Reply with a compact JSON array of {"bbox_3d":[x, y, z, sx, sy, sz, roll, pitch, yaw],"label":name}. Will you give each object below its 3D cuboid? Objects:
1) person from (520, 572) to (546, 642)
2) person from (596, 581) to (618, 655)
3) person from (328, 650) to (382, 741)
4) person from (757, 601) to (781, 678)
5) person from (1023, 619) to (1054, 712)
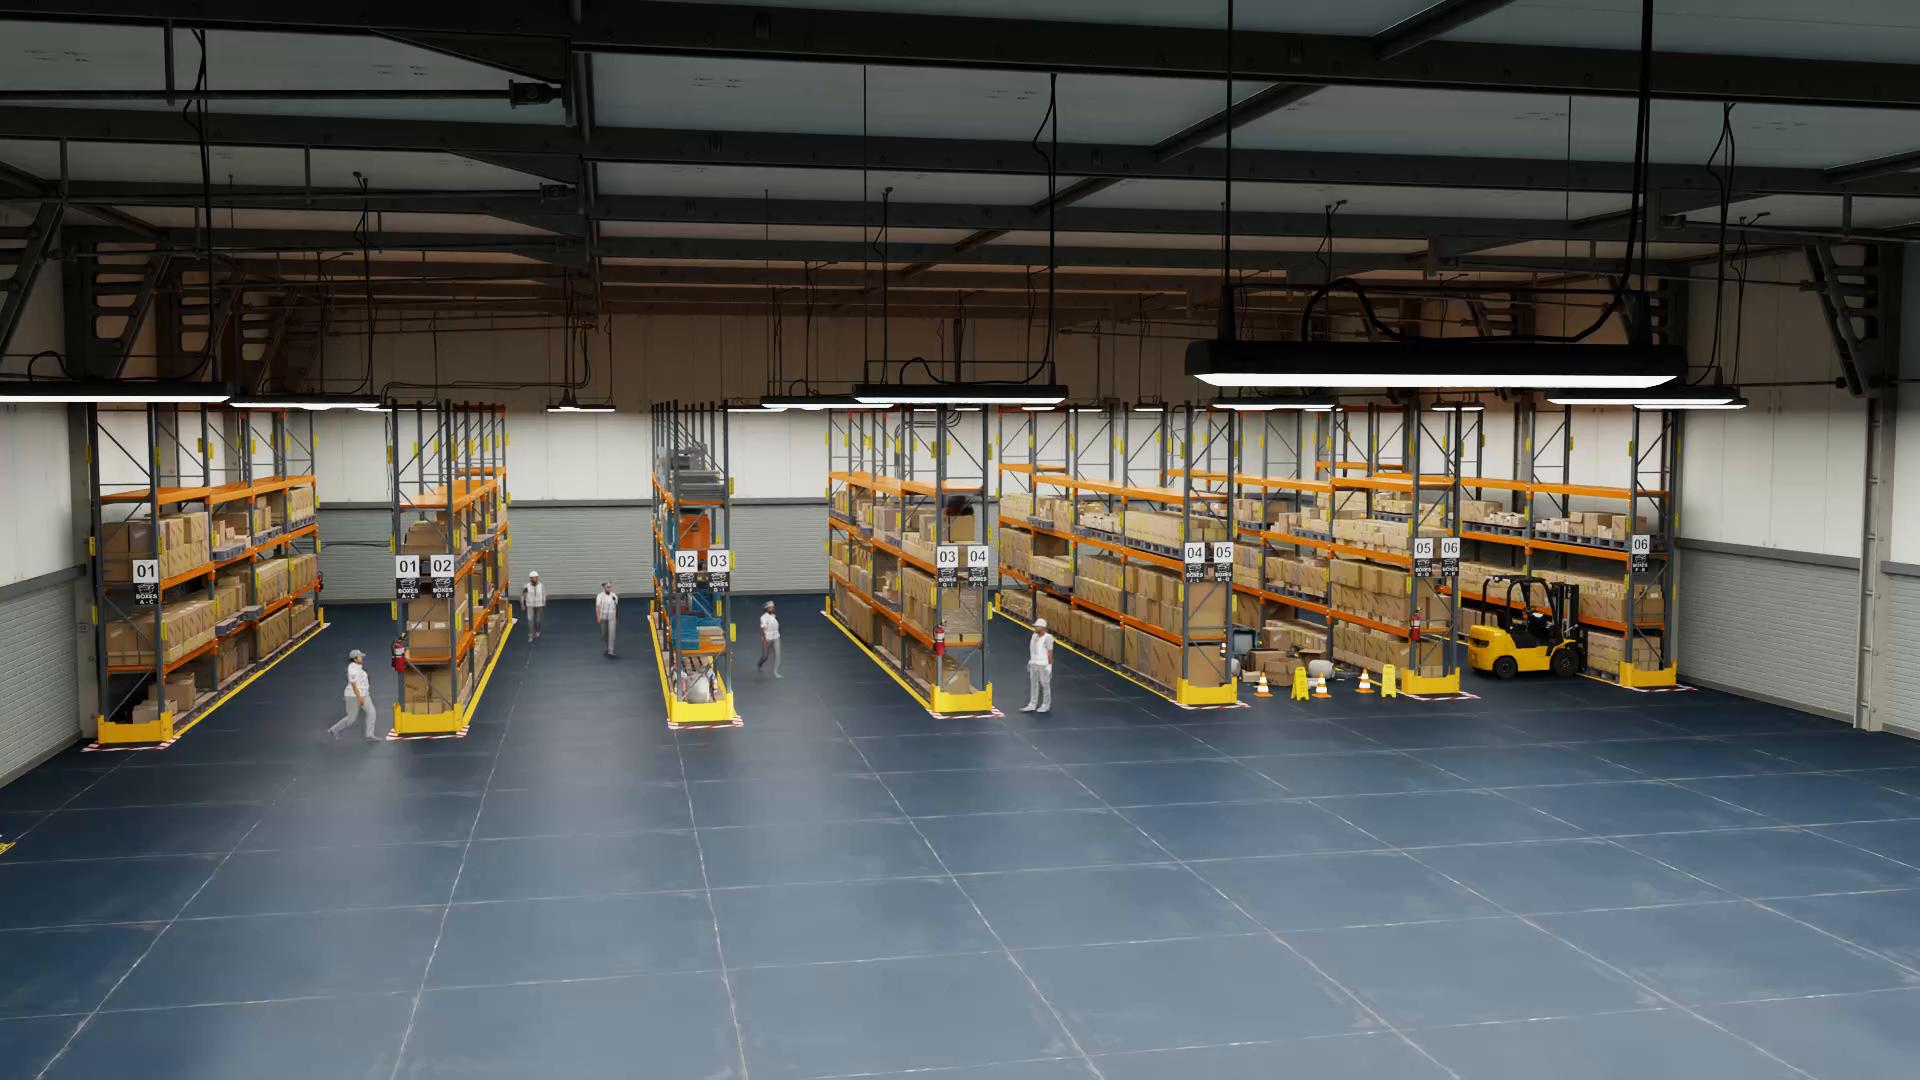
[{"bbox_3d":[-10.858,1.689,42.278,0.631,1.778,0.940,-1,4,-11],"label":"person"},{"bbox_3d":[-8.458,1.851,39.832,0.521,1.725,0.991,0,4,-6],"label":"person"},{"bbox_3d":[-10.567,2.720,29.020,0.865,1.615,0.493,1,4,8],"label":"person"},{"bbox_3d":[-4.156,2.152,36.301,0.454,1.639,0.846,-2,5,-28],"label":"person"},{"bbox_3d":[1.509,2.409,31.996,0.473,1.797,0.573,-4,6,-43],"label":"person"}]
